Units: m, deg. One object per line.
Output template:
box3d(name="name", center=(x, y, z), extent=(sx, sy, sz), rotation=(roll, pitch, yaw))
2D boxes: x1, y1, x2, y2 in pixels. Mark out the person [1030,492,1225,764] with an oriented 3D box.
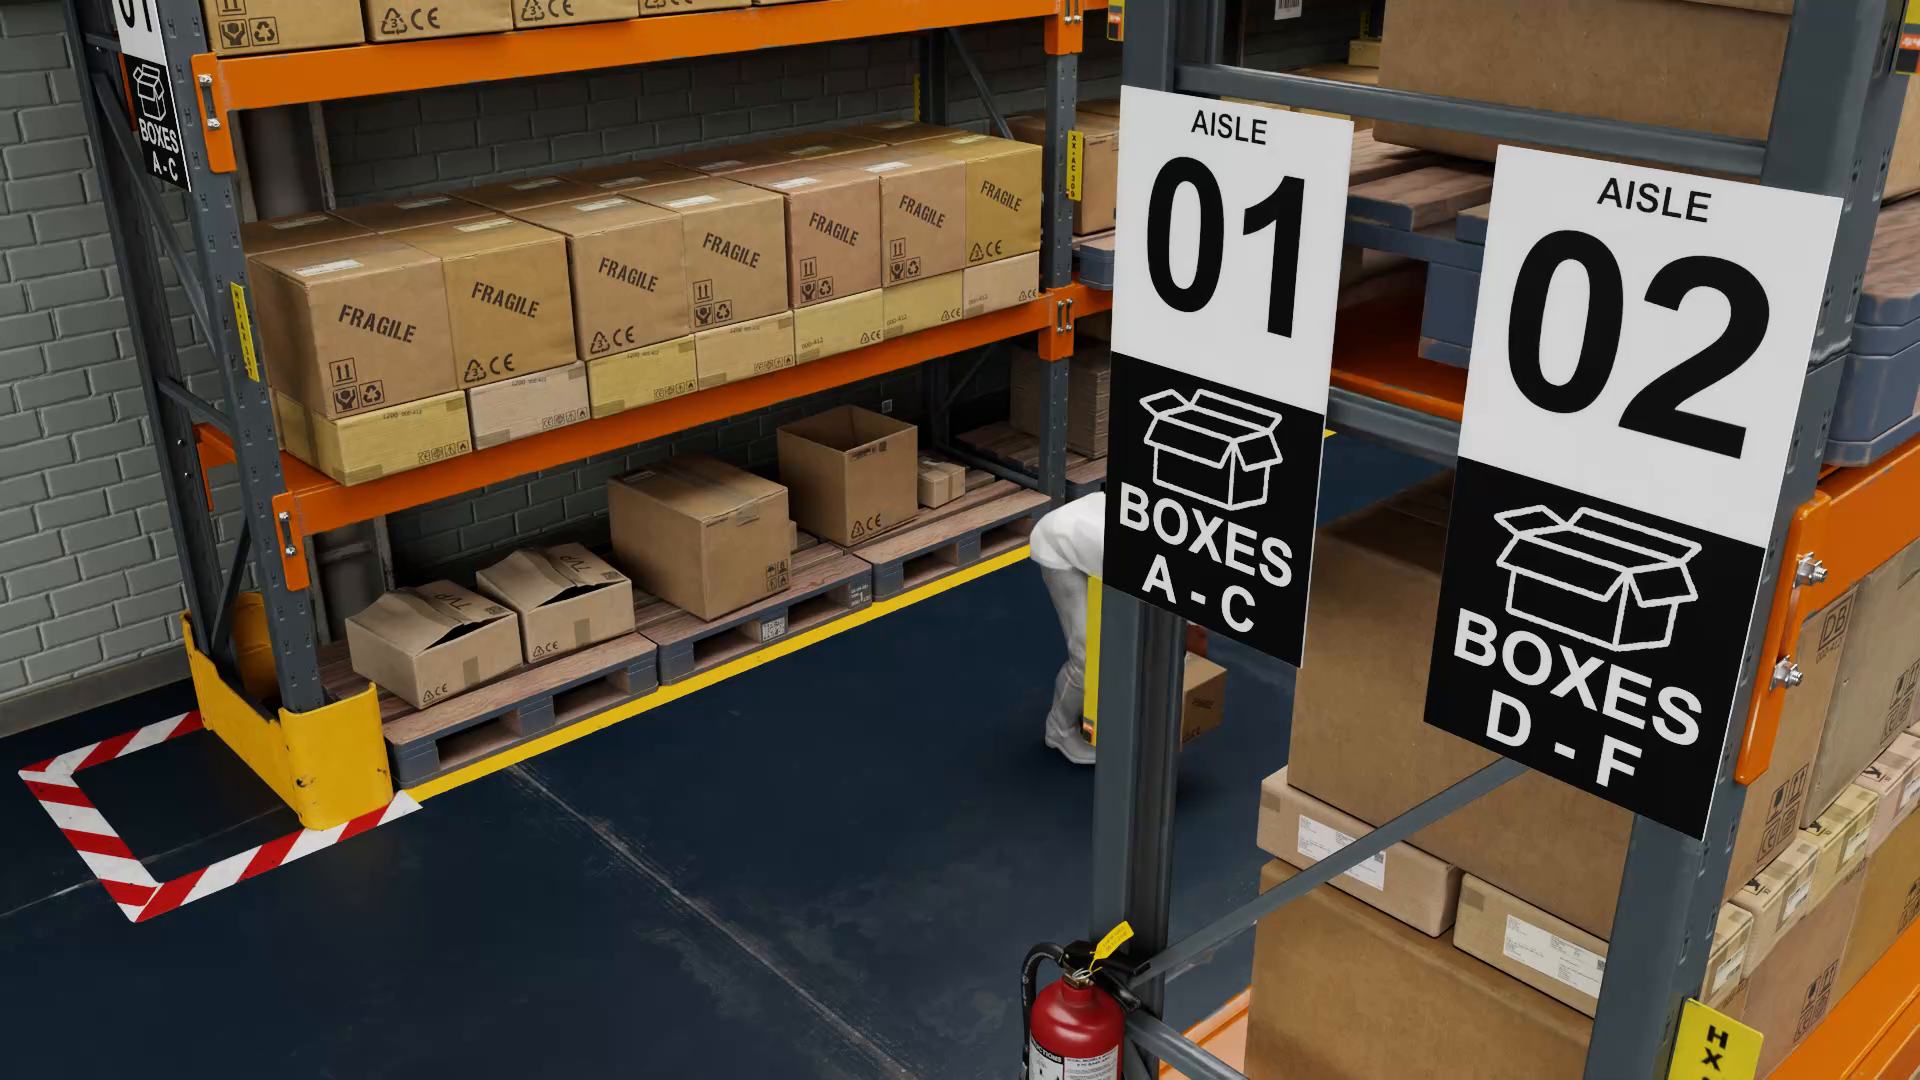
box3d(name="person", center=(0.718, 0.389, 6.520), extent=(0.981, 1.096, 0.481), rotation=(22, 32, 40))
